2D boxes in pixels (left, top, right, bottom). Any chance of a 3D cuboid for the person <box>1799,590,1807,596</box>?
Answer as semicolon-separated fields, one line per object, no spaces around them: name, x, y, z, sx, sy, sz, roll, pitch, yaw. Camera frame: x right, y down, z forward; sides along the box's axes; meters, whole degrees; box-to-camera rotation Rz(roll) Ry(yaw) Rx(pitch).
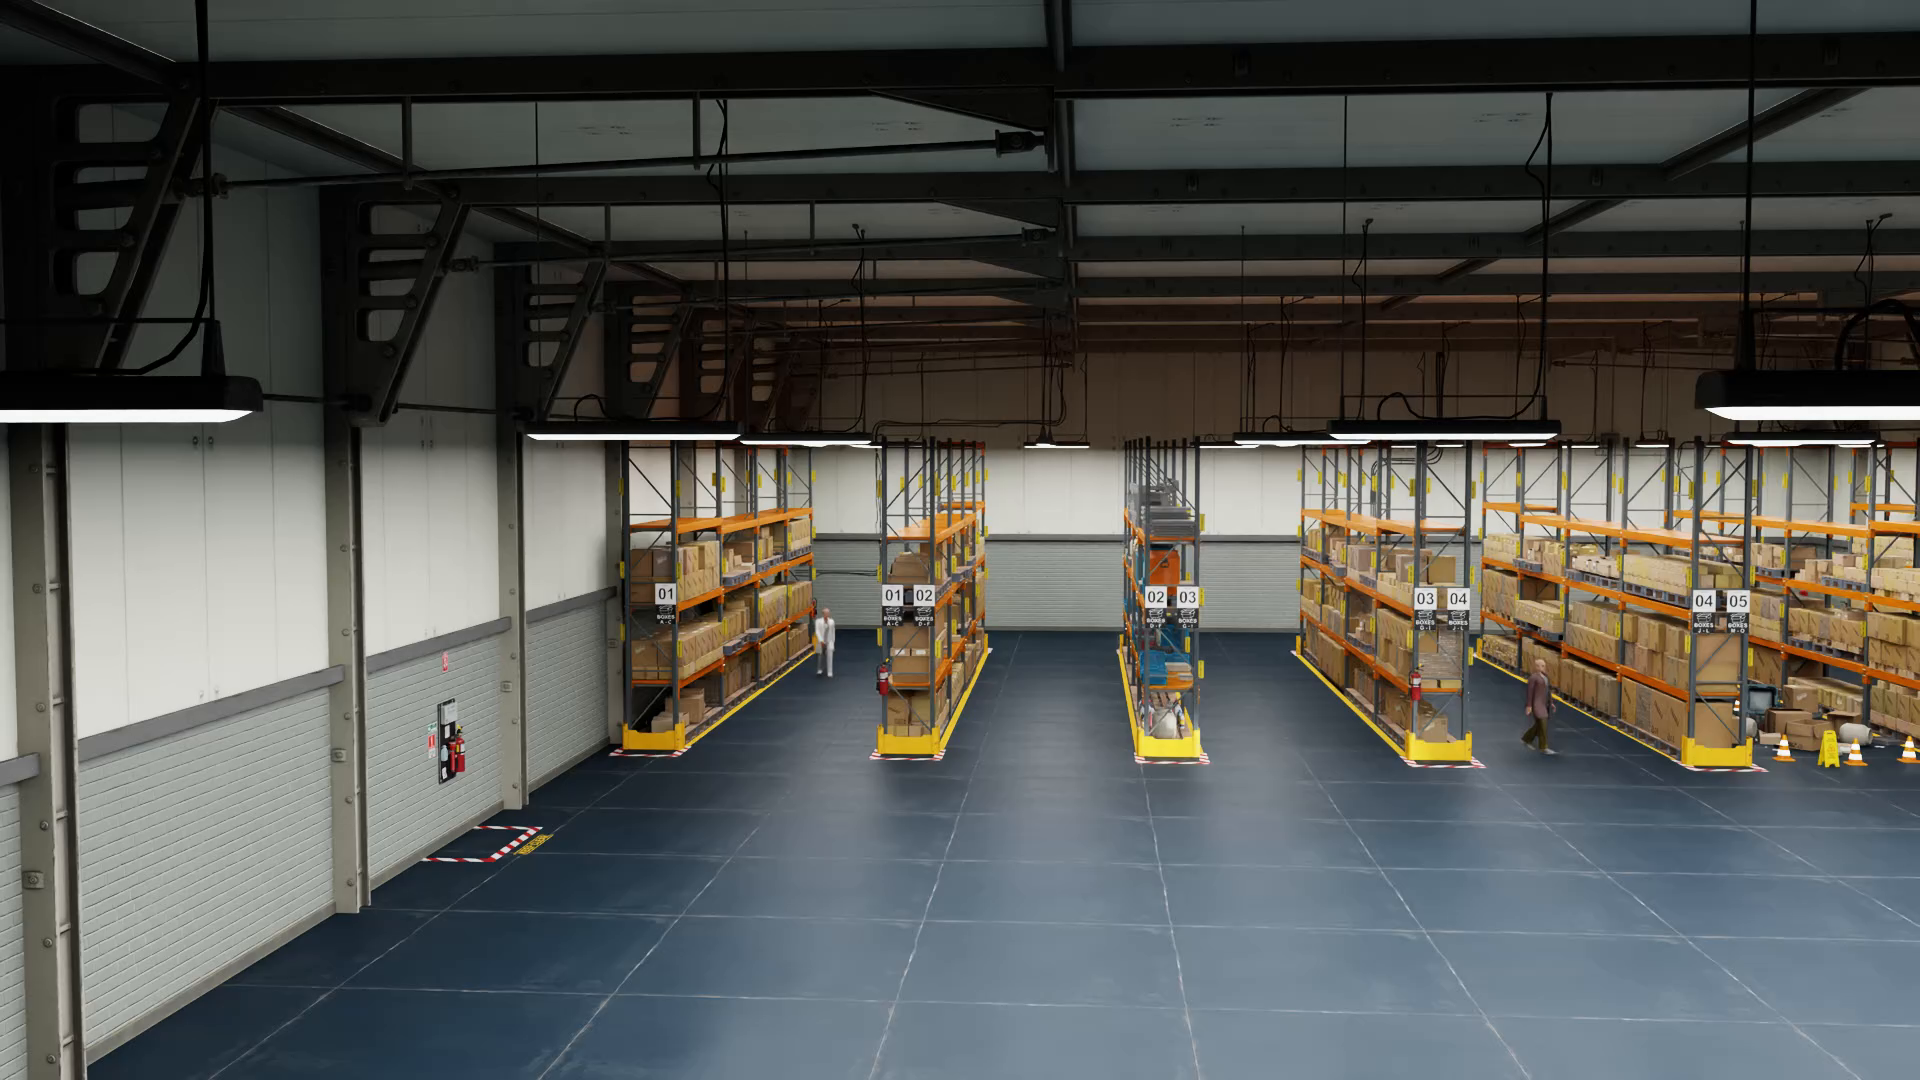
person;24.143;2.303;47.560;1.034;1.754;0.570;0;3;-3

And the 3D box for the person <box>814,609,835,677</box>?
person;-3.402;2.601;42.138;0.550;1.706;1.122;-1;3;-14

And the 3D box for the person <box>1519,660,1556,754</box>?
person;11.000;3.159;31.602;0.636;1.784;0.851;-3;4;-41
